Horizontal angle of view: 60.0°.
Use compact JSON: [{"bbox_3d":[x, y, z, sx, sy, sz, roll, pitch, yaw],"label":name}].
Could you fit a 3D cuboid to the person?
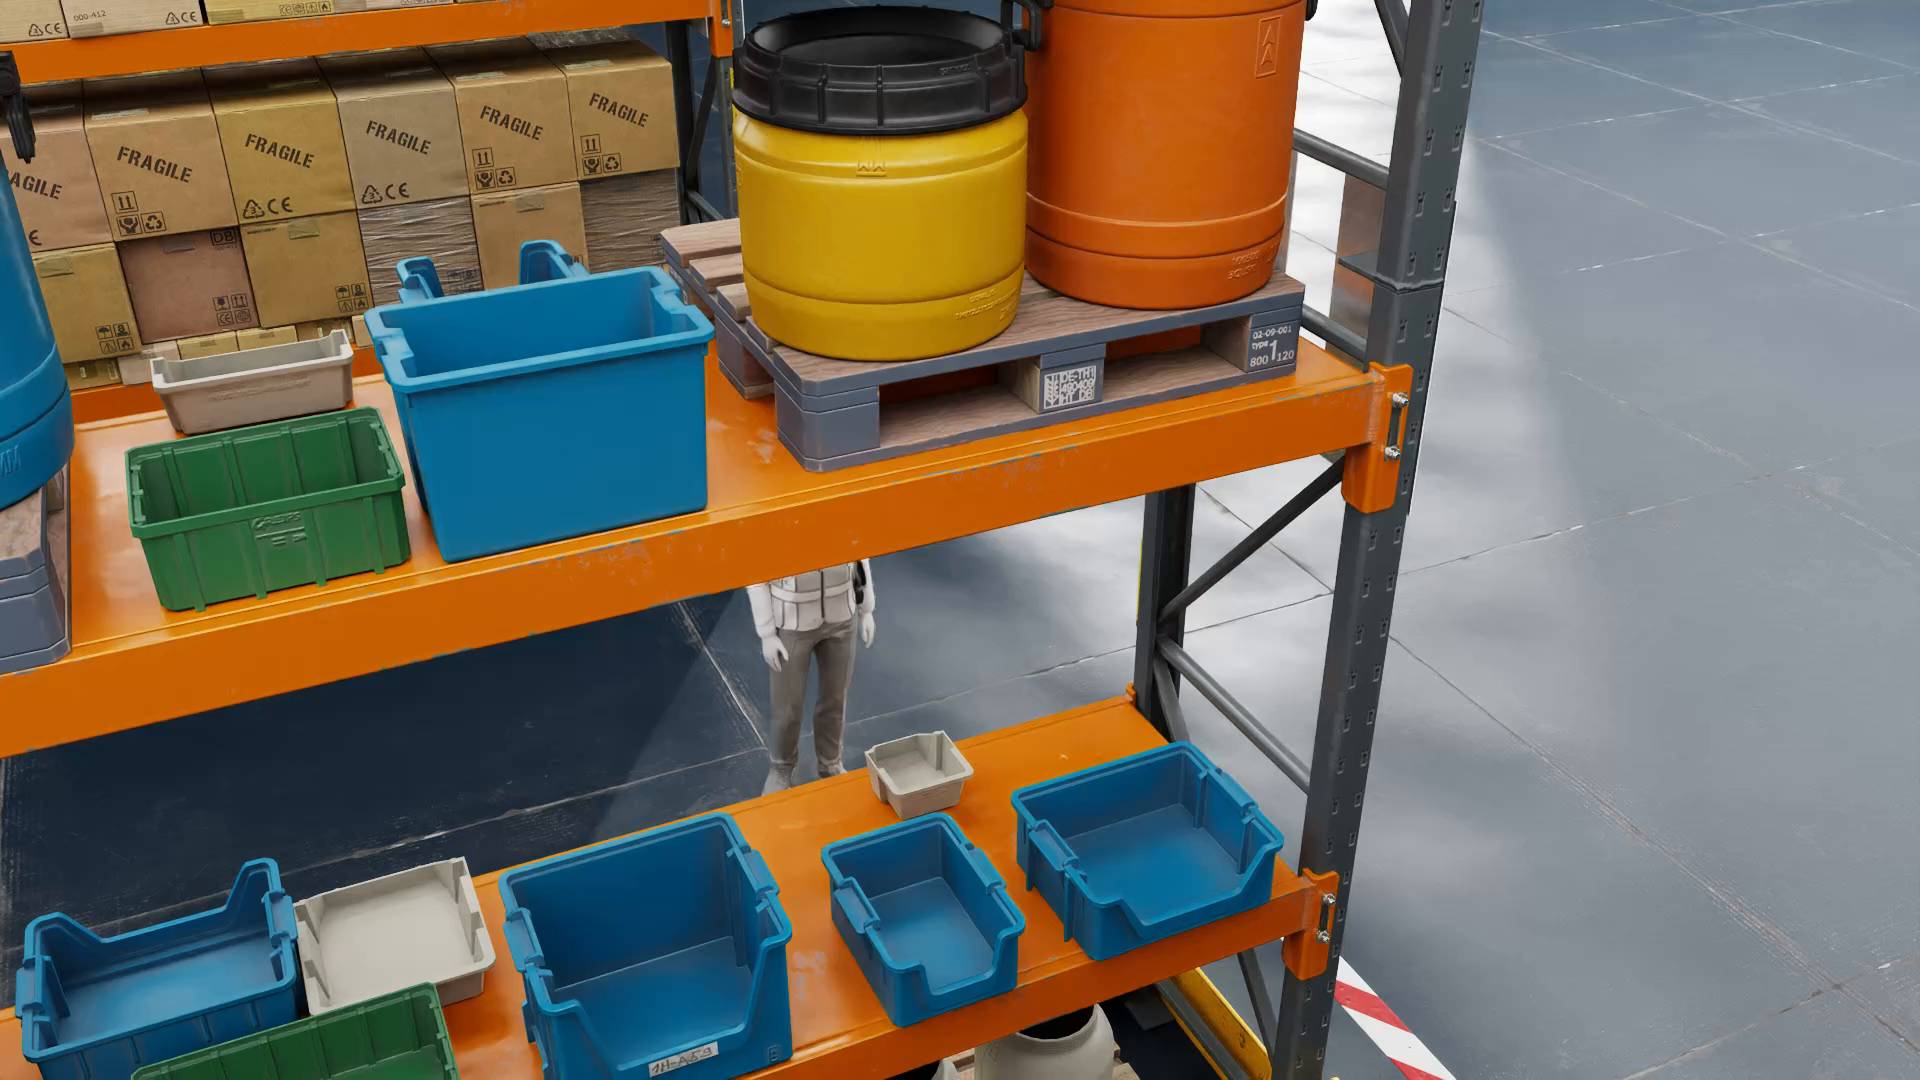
[{"bbox_3d":[-0.579,0.309,6.537,0.518,1.695,0.375,-13,32,-22],"label":"person"}]
